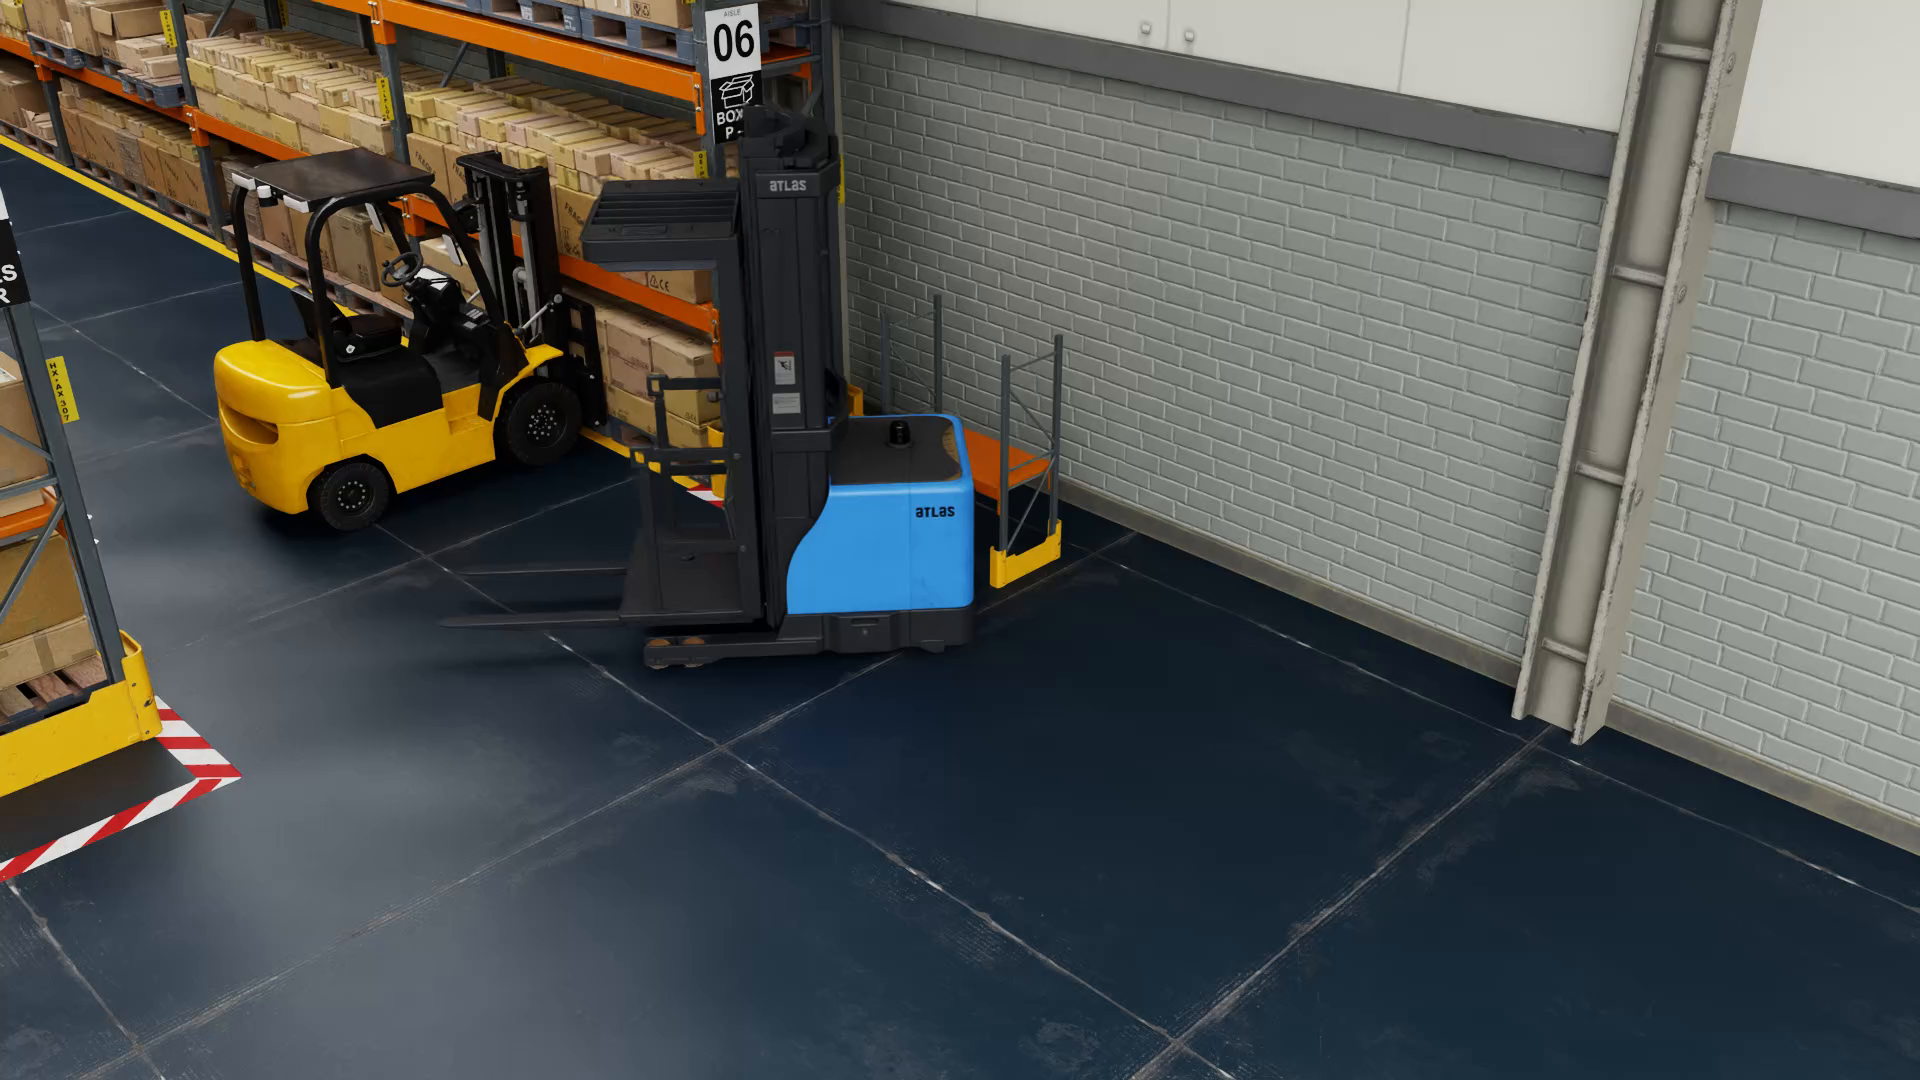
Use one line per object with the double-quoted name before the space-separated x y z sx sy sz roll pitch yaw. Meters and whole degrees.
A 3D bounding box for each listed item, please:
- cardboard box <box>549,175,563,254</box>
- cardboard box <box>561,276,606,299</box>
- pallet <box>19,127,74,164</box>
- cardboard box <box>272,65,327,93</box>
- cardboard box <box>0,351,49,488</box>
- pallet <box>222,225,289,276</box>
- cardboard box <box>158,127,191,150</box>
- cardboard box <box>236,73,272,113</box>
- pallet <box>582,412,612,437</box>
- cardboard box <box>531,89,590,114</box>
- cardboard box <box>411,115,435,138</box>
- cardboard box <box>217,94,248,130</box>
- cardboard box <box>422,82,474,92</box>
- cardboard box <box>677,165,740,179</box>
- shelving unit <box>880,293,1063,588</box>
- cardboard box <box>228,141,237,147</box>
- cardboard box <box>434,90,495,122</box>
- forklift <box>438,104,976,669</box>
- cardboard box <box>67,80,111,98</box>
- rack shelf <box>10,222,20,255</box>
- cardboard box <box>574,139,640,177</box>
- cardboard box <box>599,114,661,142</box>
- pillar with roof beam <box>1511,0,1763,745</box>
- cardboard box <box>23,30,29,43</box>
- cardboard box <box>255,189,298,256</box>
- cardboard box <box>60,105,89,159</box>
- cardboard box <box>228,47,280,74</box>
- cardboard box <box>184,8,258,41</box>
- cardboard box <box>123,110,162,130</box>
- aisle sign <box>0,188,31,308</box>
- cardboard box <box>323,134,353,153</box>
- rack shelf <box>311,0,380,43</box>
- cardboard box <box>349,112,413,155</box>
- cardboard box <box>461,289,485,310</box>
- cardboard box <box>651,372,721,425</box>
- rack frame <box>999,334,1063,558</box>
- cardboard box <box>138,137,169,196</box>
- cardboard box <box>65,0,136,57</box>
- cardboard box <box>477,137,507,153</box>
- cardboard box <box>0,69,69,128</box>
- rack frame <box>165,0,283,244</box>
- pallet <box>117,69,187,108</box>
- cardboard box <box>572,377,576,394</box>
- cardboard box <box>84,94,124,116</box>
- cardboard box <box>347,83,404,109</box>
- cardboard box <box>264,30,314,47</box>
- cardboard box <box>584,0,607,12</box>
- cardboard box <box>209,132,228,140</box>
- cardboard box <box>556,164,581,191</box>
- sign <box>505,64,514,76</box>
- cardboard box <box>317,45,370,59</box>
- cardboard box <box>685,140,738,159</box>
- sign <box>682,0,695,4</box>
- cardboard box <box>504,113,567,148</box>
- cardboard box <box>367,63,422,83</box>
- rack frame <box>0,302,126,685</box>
"cardboard box" -2.834 -2.416 12.008 0.500 0.500 0.500 25 37 39
"cardboard box" -2.842 -1.751 12.279 0.500 0.250 0.500 24 36 37
"pallet" -10.250 -4.704 19.464 1.213 0.211 1.003 25 36 38
"cardboard box" -5.631 -3.941 14.211 0.250 0.149 0.380 23 36 37
"cardboard box" -4.825 -0.573 8.183 0.500 0.500 0.500 24 36 38
"pallet" -6.349 -2.893 16.019 1.213 0.211 1.003 25 36 38
"cardboard box" -7.812 -4.032 16.726 0.250 0.149 0.380 23 36 37
"cardboard box" -6.047 -3.998 14.747 0.500 0.250 0.500 24 36 37
"pallet" -2.645 -1.198 12.795 1.213 0.211 1.003 25 36 38
"cardboard box" -3.047 -3.325 12.719 0.250 0.149 0.380 24 36 37
"cardboard box" -4.014 -3.244 12.885 0.250 0.149 0.380 24 36 38
"cardboard box" -6.408 -3.951 15.196 0.500 0.250 0.500 24 36 37
"cardboard box" -4.157 -3.621 13.603 0.250 0.149 0.380 24 36 37
"cardboard box" -1.607 -2.309 10.787 0.250 0.149 0.380 25 36 38
"shelving unit" 0.054 -0.639 10.347 1.083 1.500 0.587 25 36 38
"cardboard box" -7.349 -3.886 17.145 0.500 0.500 0.500 25 37 39
"cardboard box" -3.775 -3.315 12.701 0.380 0.149 0.250 -25 36 -38
"forklift" -1.453 -0.829 9.170 3.031 2.935 1.130 -2 28 -4
"cardboard box" -9.473 -4.938 18.130 0.250 0.149 0.380 23 35 36
"rack shelf" -6.108 -1.812 8.517 4.000 0.370 1.077 25 36 38
"cardboard box" -2.399 -2.609 11.359 0.380 0.149 0.250 -24 36 -38
"cardboard box" -2.377 -2.956 12.019 0.250 0.149 0.380 25 37 39
"pillar with roof beam" 0.191 -1.594 4.106 0.400 9.000 9.100 25 36 38
"cardboard box" -10.165 -5.623 18.485 0.380 0.149 0.250 -25 36 -38
"cardboard box" -6.002 -3.125 15.564 0.875 0.625 0.625 -24 36 -38
"cardboard box" -9.574 -4.561 18.430 0.500 0.500 0.500 -23 36 -37
"cardboard box" -6.300 -4.296 14.885 0.380 0.149 0.250 -25 37 -39
"cardboard box" -7.166 -4.859 16.203 0.500 0.500 0.500 -23 36 -37
"cardboard box" -8.504 -4.392 17.410 0.250 0.149 0.380 25 37 39
"aisle sign" -4.420 -1.384 7.358 0.004 0.787 0.394 25 36 38
"cardboard box" -4.962 -3.277 13.914 0.500 0.250 0.500 24 36 38
"rack shelf" -5.483 -4.766 14.134 4.000 0.370 1.077 25 36 38
"cardboard box" -4.586 -3.334 13.485 0.500 0.250 0.500 24 36 37
"cardboard box" -3.567 -1.870 13.043 0.500 0.250 0.500 24 36 38
"cardboard box" -1.770 -1.044 11.472 0.500 0.250 0.500 24 36 38
"rack frame" 0.423 -0.470 10.026 0.032 1.500 0.500 25 36 38
"cardboard box" -8.086 -3.892 17.157 0.500 0.500 0.500 -23 36 -37
"cardboard box" -8.644 -5.287 17.017 0.500 0.500 0.700 24 36 38
"cardboard box" -3.313 -2.893 12.218 0.250 0.149 0.380 24 36 38
"cardboard box" -10.921 -5.237 19.715 0.500 0.500 0.700 23 35 37
"rack frame" -6.909 -4.409 15.906 0.127 3.000 1.000 25 36 38
"pallet" -7.441 -4.522 16.327 1.003 0.211 1.213 25 36 38
"cardboard box" -2.845 -1.310 12.515 0.500 0.250 0.500 -24 36 -38
"cardboard box" -9.249 -4.731 18.055 0.250 0.149 0.380 22 35 36
"cardboard box" -4.790 -3.649 13.655 0.250 0.149 0.380 25 36 38
"cardboard box" -6.270 -4.653 15.565 0.380 0.149 0.250 -24 36 -38
"cardboard box" -2.189 -3.549 10.633 0.258 0.266 0.396 25 36 38
"cardboard box" -7.466 -4.200 17.045 0.380 0.149 0.250 -25 37 -39
"cardboard box" -2.580 -2.561 11.586 0.250 0.149 0.380 25 37 39
"sign" -3.668 -3.707 13.555 0.005 0.325 0.100 25 36 38
"cardboard box" -5.536 -4.327 14.944 0.250 0.149 0.380 24 36 38
"cardboard box" -1.655 -2.620 11.380 0.380 0.149 0.250 -24 36 -38
"sign" -1.594 -3.308 9.722 0.005 0.325 0.100 25 36 38
"cardboard box" -3.063 -2.971 12.046 0.250 0.149 0.380 24 36 38
"cardboard box" -4.845 -3.974 14.274 0.250 0.149 0.380 25 36 38
"rack frame" -4.681 -0.150 7.806 0.127 3.000 1.000 25 36 38
